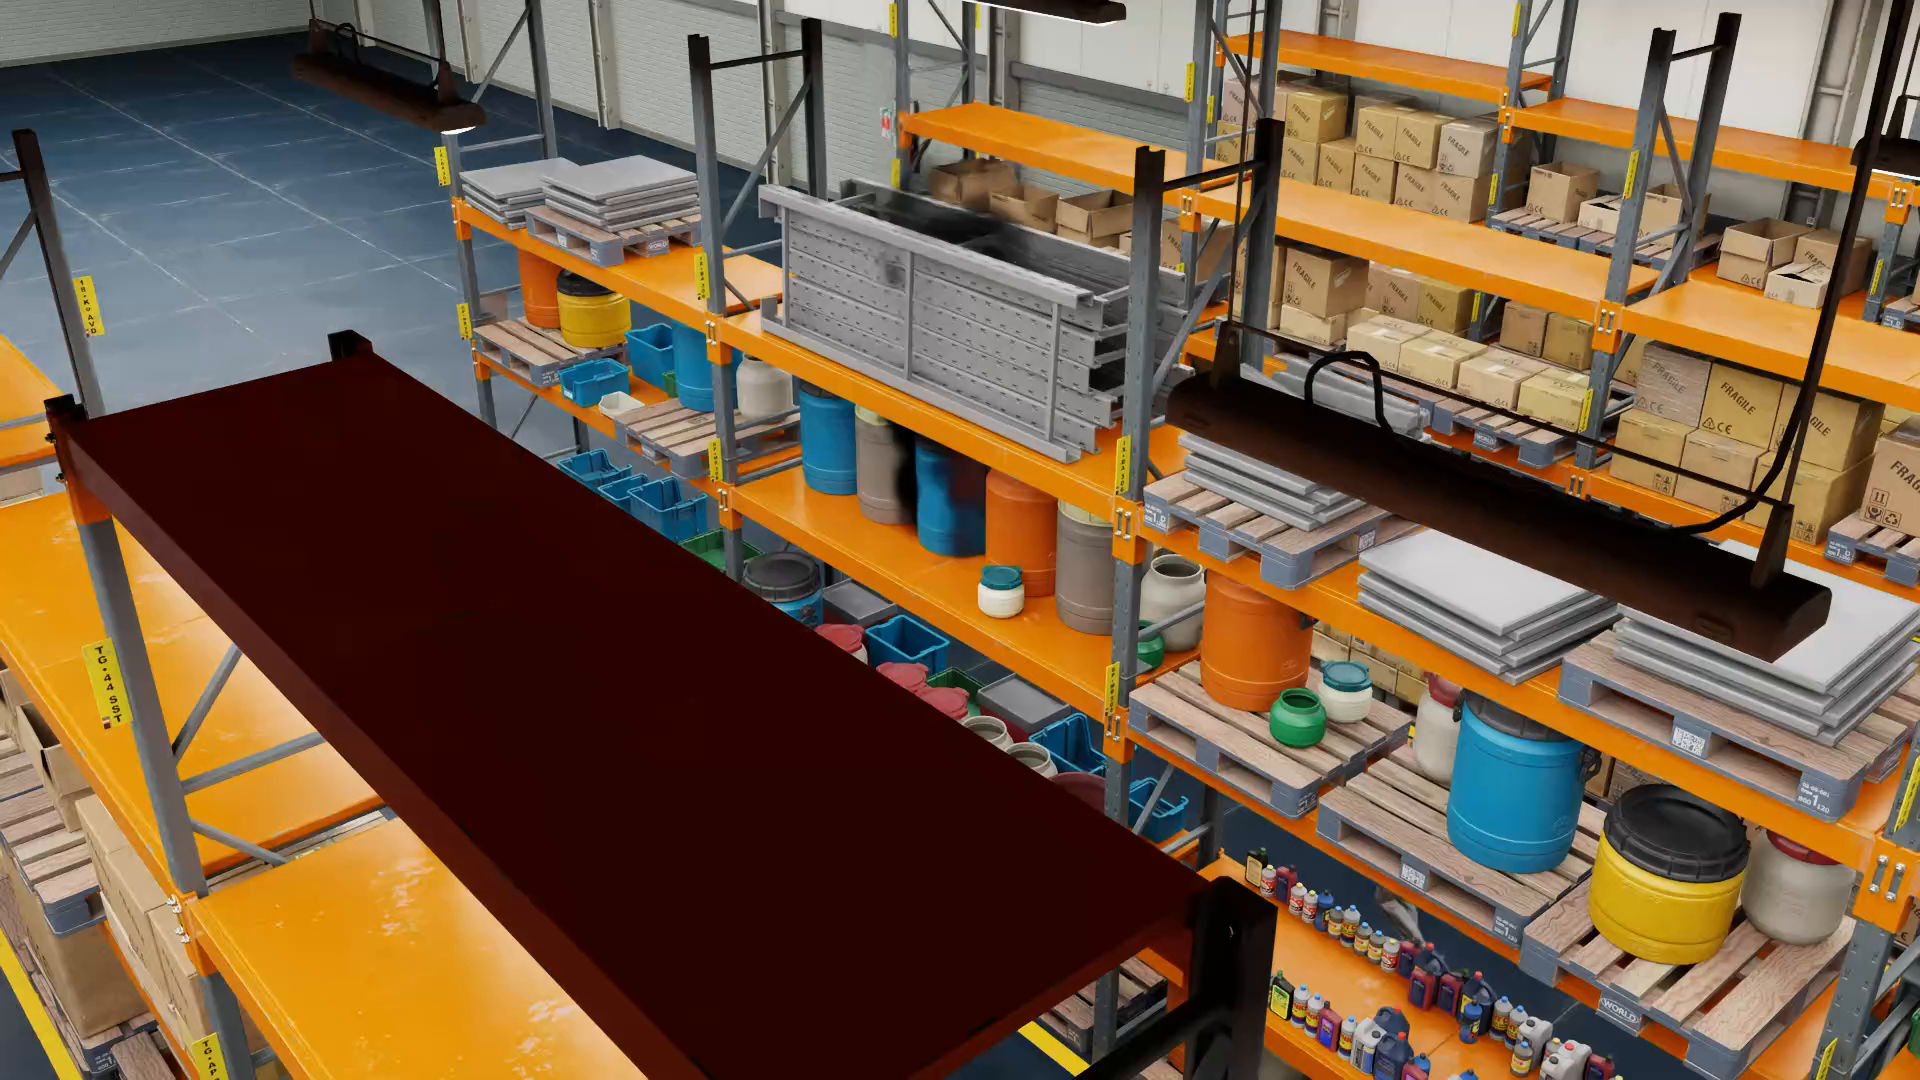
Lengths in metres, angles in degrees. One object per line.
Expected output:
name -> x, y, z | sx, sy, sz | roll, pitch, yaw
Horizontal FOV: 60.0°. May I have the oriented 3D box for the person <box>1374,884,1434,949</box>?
person -> 3.015, 2.108, 10.993 | 0.612, 1.652, 0.530 | -22, 34, -37
